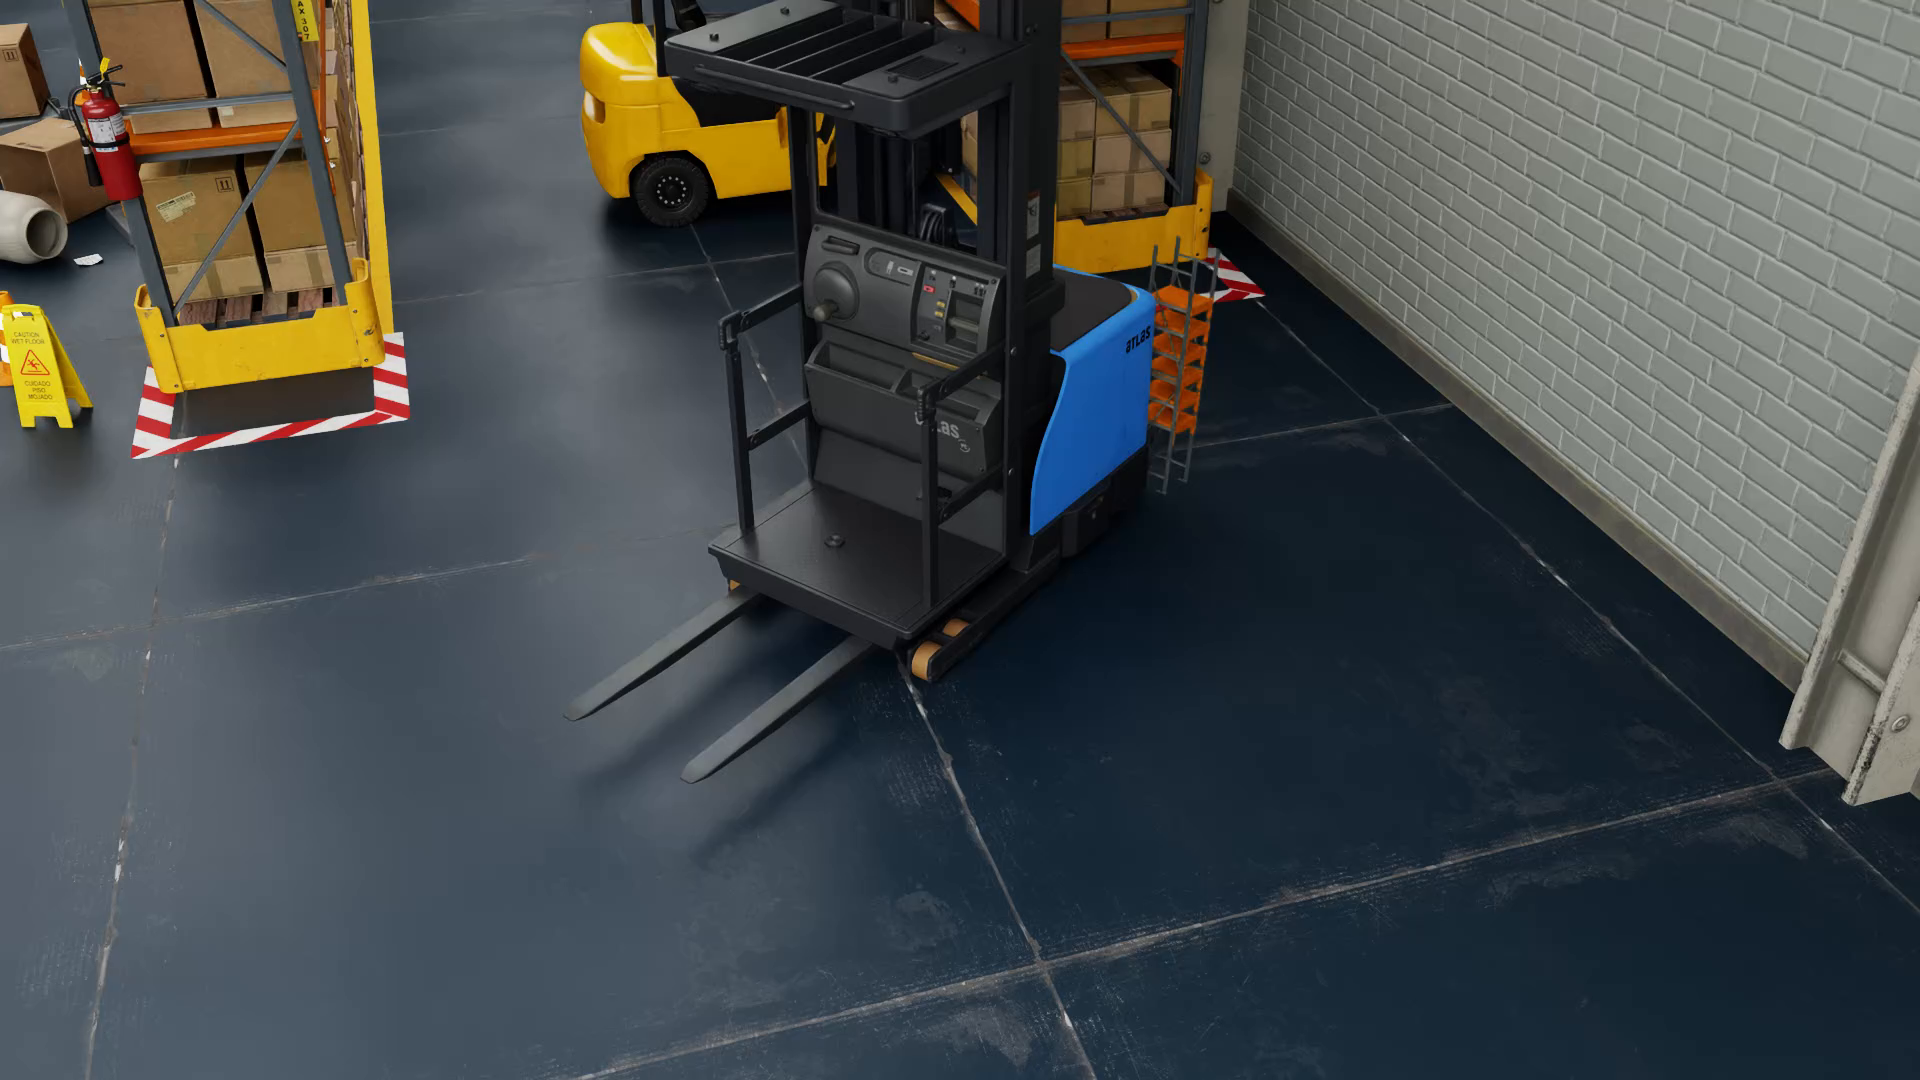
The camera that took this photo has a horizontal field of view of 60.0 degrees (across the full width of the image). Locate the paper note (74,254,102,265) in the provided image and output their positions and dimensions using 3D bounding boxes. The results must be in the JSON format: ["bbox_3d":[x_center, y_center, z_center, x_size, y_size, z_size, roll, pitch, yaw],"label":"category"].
[{"bbox_3d":[-5.437,-1.752,10.374,0.142,0.019,0.148,-23,40,-31],"label":"paper note"}]

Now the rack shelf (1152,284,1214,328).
[{"bbox_3d":[1.020,-1.089,7.729,0.258,0.103,0.180,26,36,33],"label":"rack shelf"}]

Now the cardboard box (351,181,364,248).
[{"bbox_3d":[-3.905,-1.946,10.087,0.500,0.250,0.500,-9,34,-13],"label":"cardboard box"}]

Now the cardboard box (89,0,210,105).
[{"bbox_3d":[-4.201,-2.583,8.578,0.500,0.500,0.500,-11,35,-16],"label":"cardboard box"}]

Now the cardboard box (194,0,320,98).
[{"bbox_3d":[-3.654,-2.640,8.664,0.500,0.500,0.500,-11,35,-15],"label":"cardboard box"}]

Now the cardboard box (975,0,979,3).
[{"bbox_3d":[0.403,-3.545,10.304,0.500,0.500,0.500,-9,34,-13],"label":"cardboard box"}]

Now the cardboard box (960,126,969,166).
[{"bbox_3d":[0.222,-2.764,11.325,0.500,0.250,0.500,-10,35,-14],"label":"cardboard box"}]

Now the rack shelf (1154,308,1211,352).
[{"bbox_3d":[1.013,-0.985,7.788,0.258,0.103,0.180,26,36,33],"label":"rack shelf"}]

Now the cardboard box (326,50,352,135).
[{"bbox_3d":[-4.244,-2.820,10.729,0.500,0.500,0.500,-8,34,-12],"label":"cardboard box"}]

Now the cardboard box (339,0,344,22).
[{"bbox_3d":[-5.592,-4.374,13.652,0.950,0.372,0.625,-9,34,-13],"label":"cardboard box"}]

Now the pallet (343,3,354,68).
[{"bbox_3d":[-5.608,-4.166,13.862,1.003,0.211,1.213,-10,35,-15],"label":"pallet"}]

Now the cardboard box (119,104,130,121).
[{"bbox_3d":[-4.274,-2.349,8.811,0.380,0.149,0.250,-10,35,-15],"label":"cardboard box"}]

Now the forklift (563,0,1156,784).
[{"bbox_3d":[-0.365,-0.942,6.517,1.130,2.935,3.031,22,39,29],"label":"forklift"}]

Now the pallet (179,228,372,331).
[{"bbox_3d":[-4.011,-1.488,9.810,1.003,0.211,1.213,-10,35,-15],"label":"pallet"}]

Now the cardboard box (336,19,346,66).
[{"bbox_3d":[-5.156,-3.633,12.529,0.950,0.372,0.625,-10,35,-14],"label":"cardboard box"}]

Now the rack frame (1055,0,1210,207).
[{"bbox_3d":[0.953,-3.015,9.592,1.000,3.000,0.127,-10,35,-15],"label":"rack frame"}]

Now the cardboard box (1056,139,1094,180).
[{"bbox_3d":[0.507,-2.455,10.404,0.500,0.250,0.500,-10,35,-15],"label":"cardboard box"}]

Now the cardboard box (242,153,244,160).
[{"bbox_3d":[-4.428,-2.170,9.746,0.500,0.500,0.500,-9,34,-13],"label":"cardboard box"}]

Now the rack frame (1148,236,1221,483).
[{"bbox_3d":[1.061,-0.846,7.946,0.240,1.200,0.006,26,36,33],"label":"rack frame"}]

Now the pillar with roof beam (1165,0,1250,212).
[{"bbox_3d":[-2.501,-5.311,7.626,9.100,9.000,0.400,-10,35,-15],"label":"pillar with roof beam"}]

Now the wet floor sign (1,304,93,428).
[{"bbox_3d":[-4.734,-0.917,8.552,0.267,0.644,0.232,1,33,2],"label":"wet floor sign"}]

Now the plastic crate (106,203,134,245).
[{"bbox_3d":[-5.295,-2.098,10.853,0.402,0.080,0.583,-23,40,-31],"label":"plastic crate"}]

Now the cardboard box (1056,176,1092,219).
[{"bbox_3d":[0.508,-2.237,10.528,0.500,0.250,0.500,-10,35,-14],"label":"cardboard box"}]

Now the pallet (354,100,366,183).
[{"bbox_3d":[-4.755,-2.769,11.749,1.003,0.211,1.213,-10,35,-15],"label":"pallet"}]

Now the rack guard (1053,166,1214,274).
[{"bbox_3d":[0.960,-1.960,10.262,1.175,0.500,0.348,-10,35,-15],"label":"rack guard"}]

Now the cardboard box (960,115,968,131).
[{"bbox_3d":[0.186,-2.988,11.210,0.500,0.250,0.500,-11,35,-16],"label":"cardboard box"}]

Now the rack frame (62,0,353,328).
[{"bbox_3d":[-3.773,-2.179,8.326,1.000,3.000,0.127,-10,35,-15],"label":"rack frame"}]

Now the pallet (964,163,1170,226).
[{"bbox_3d":[0.680,-2.246,10.958,1.003,0.211,1.213,-10,35,-15],"label":"pallet"}]

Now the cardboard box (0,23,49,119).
[{"bbox_3d":[-6.679,-3.237,11.508,0.500,0.500,0.500,-10,35,-15],"label":"cardboard box"}]

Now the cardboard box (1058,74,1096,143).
[{"bbox_3d":[0.515,-2.650,10.246,0.500,0.250,0.500,-9,34,-13],"label":"cardboard box"}]

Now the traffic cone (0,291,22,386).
[{"bbox_3d":[-5.133,-1.129,9.039,0.336,0.463,0.334,-10,35,-15],"label":"traffic cone"}]

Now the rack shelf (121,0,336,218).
[{"bbox_3d":[-4.383,-2.929,10.114,1.077,0.370,4.000,-10,35,-15],"label":"rack shelf"}]

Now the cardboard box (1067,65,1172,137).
[{"bbox_3d":[0.986,-2.745,10.389,0.500,0.250,0.500,-11,35,-15],"label":"cardboard box"}]

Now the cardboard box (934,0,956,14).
[{"bbox_3d":[-0.110,-3.724,11.872,0.500,0.250,0.500,-9,34,-13],"label":"cardboard box"}]

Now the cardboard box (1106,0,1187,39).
[{"bbox_3d":[1.066,-3.364,10.029,0.500,0.500,0.500,-9,34,-13],"label":"cardboard box"}]

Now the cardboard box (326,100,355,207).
[{"bbox_3d":[-3.927,-2.276,9.906,0.500,0.500,0.500,-11,35,-17],"label":"cardboard box"}]

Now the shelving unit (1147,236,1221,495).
[{"bbox_3d":[1.002,-0.815,7.884,0.258,1.200,0.189,26,36,33],"label":"shelving unit"}]

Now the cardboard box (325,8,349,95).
[{"bbox_3d":[-4.557,-3.354,11.538,0.500,0.500,0.500,-10,35,-15],"label":"cardboard box"}]

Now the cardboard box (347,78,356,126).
[{"bbox_3d":[-4.557,-3.042,11.745,0.500,0.250,0.500,-8,34,-13],"label":"cardboard box"}]

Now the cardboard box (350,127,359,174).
[{"bbox_3d":[-4.234,-2.496,10.920,0.500,0.250,0.500,-9,35,-14],"label":"cardboard box"}]

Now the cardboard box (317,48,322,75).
[{"bbox_3d":[-3.808,-2.711,9.360,0.380,0.149,0.250,-9,35,-14],"label":"cardboard box"}]

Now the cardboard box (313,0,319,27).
[{"bbox_3d":[-3.971,-3.179,9.479,0.500,0.500,0.500,-11,35,-16],"label":"cardboard box"}]

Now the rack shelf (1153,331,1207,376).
[{"bbox_3d":[1.006,-0.881,7.847,0.258,0.103,0.180,26,36,33],"label":"rack shelf"}]
